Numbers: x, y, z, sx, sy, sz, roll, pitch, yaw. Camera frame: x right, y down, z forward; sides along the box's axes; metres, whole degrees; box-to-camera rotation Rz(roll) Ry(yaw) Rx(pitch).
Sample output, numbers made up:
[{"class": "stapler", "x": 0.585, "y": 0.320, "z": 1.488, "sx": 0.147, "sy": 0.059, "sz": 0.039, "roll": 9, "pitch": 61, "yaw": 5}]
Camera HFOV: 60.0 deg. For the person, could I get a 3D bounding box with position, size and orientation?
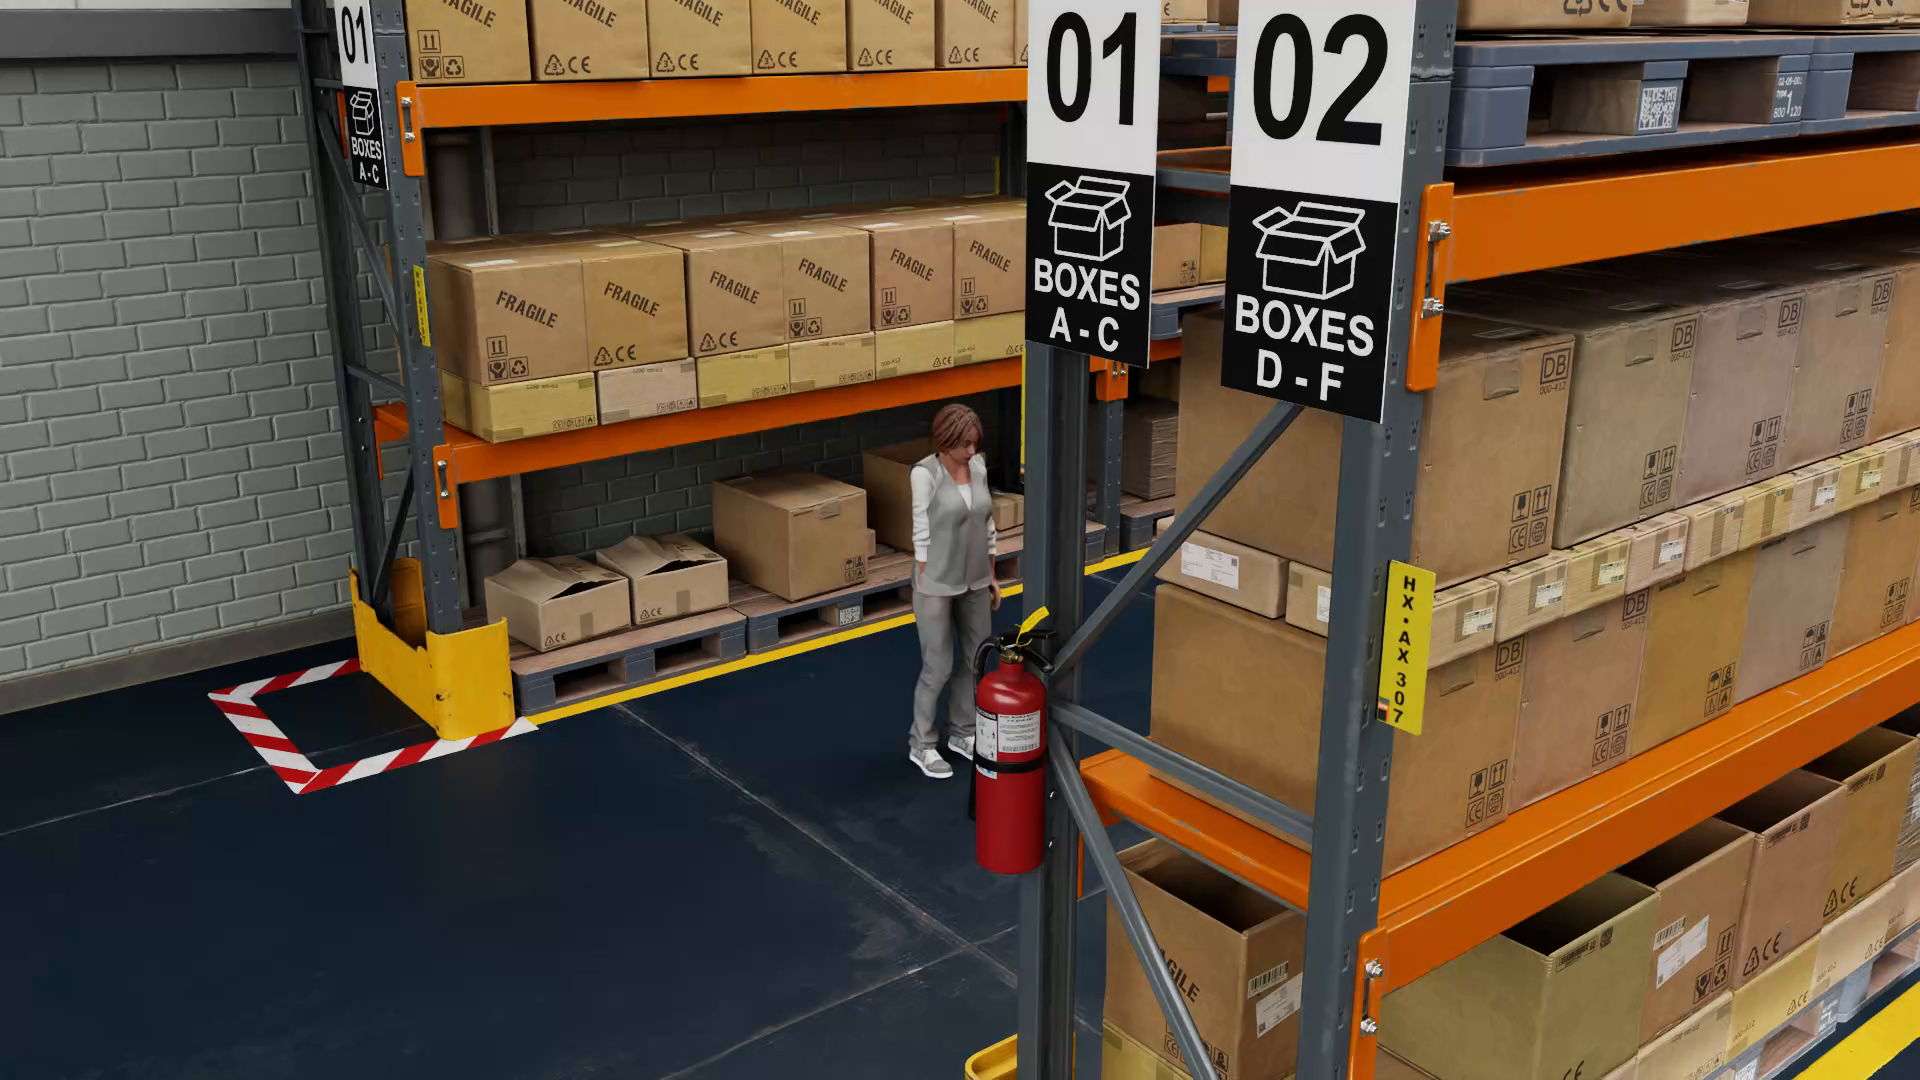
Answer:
[{"class": "person", "x": -0.020, "y": 0.206, "z": 6.978, "sx": 0.408, "sy": 1.582, "sz": 0.303, "roll": -13, "pitch": 22, "yaw": -35}]
